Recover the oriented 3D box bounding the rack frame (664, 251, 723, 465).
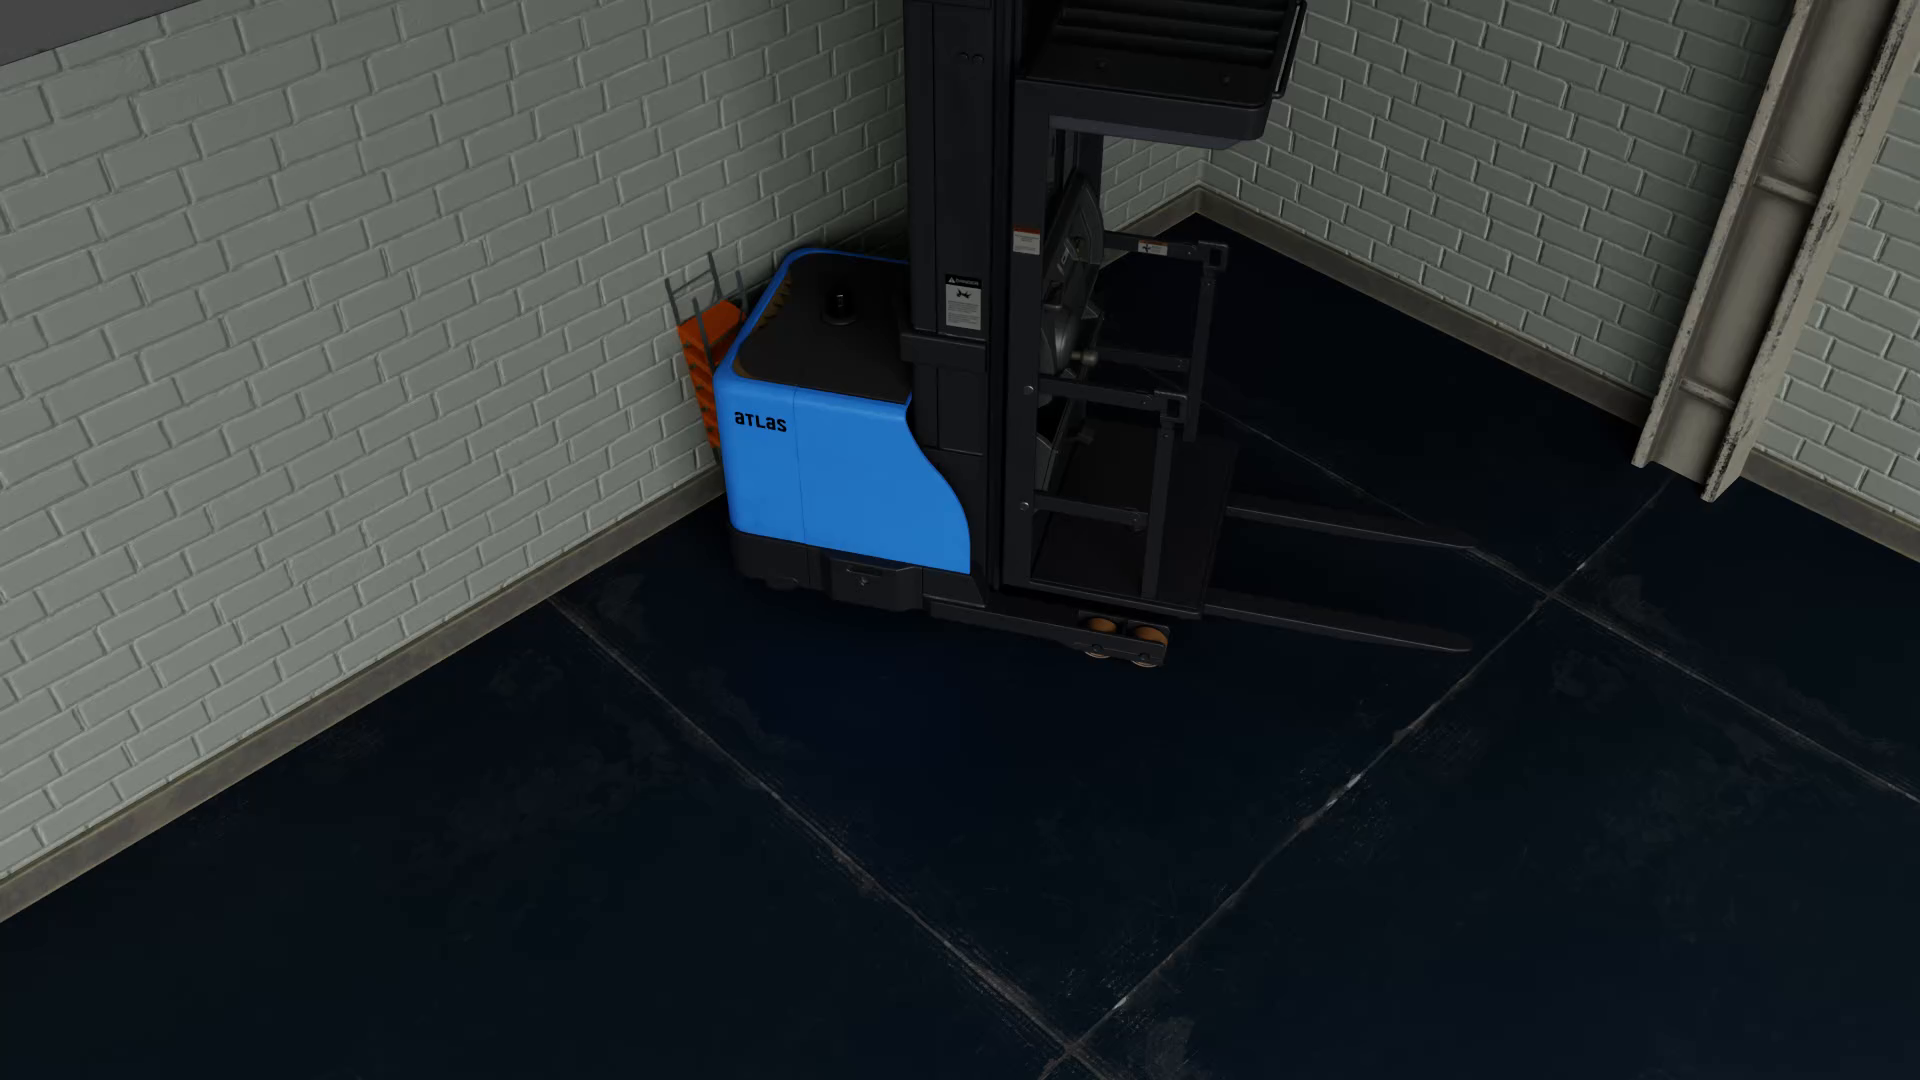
[{"bbox_3d":[-1.036,-0.696,7.107,0.240,1.200,0.006,-38,54,-25],"label":"rack frame"}]

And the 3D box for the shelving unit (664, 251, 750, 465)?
[{"bbox_3d":[-0.973,-0.651,7.058,0.258,1.200,0.189,-38,54,-25],"label":"shelving unit"}]

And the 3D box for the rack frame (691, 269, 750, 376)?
[{"bbox_3d":[-0.909,-0.607,7.009,0.240,1.200,0.006,-38,54,-25],"label":"rack frame"}]

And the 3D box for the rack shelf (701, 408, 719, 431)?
[{"bbox_3d":[-0.957,-0.541,7.179,0.258,0.103,0.180,-38,54,-25],"label":"rack shelf"}]

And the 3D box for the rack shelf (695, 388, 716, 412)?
[{"bbox_3d":[-0.968,-0.621,7.090,0.258,0.103,0.180,-38,54,-25],"label":"rack shelf"}]

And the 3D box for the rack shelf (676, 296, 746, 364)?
[{"bbox_3d":[-1.002,-0.863,6.826,0.258,0.103,0.180,-38,54,-25],"label":"rack shelf"}]

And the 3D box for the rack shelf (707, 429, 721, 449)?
[{"bbox_3d":[-0.946,-0.460,7.267,0.258,0.103,0.180,-38,54,-25],"label":"rack shelf"}]

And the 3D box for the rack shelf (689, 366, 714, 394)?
[{"bbox_3d":[-0.980,-0.702,7.002,0.258,0.103,0.180,-38,54,-25],"label":"rack shelf"}]

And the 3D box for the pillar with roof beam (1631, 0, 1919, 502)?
[{"bbox_3d":[0.277,-1.575,2.324,9.100,9.000,0.400,-34,53,-31],"label":"pillar with roof beam"}]

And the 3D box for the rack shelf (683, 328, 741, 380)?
[{"bbox_3d":[-0.991,-0.783,6.914,0.258,0.103,0.180,-38,54,-25],"label":"rack shelf"}]

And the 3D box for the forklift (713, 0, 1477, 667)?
[{"bbox_3d":[0.607,-0.967,6.136,3.031,2.935,1.130,10,44,11],"label":"forklift"}]
